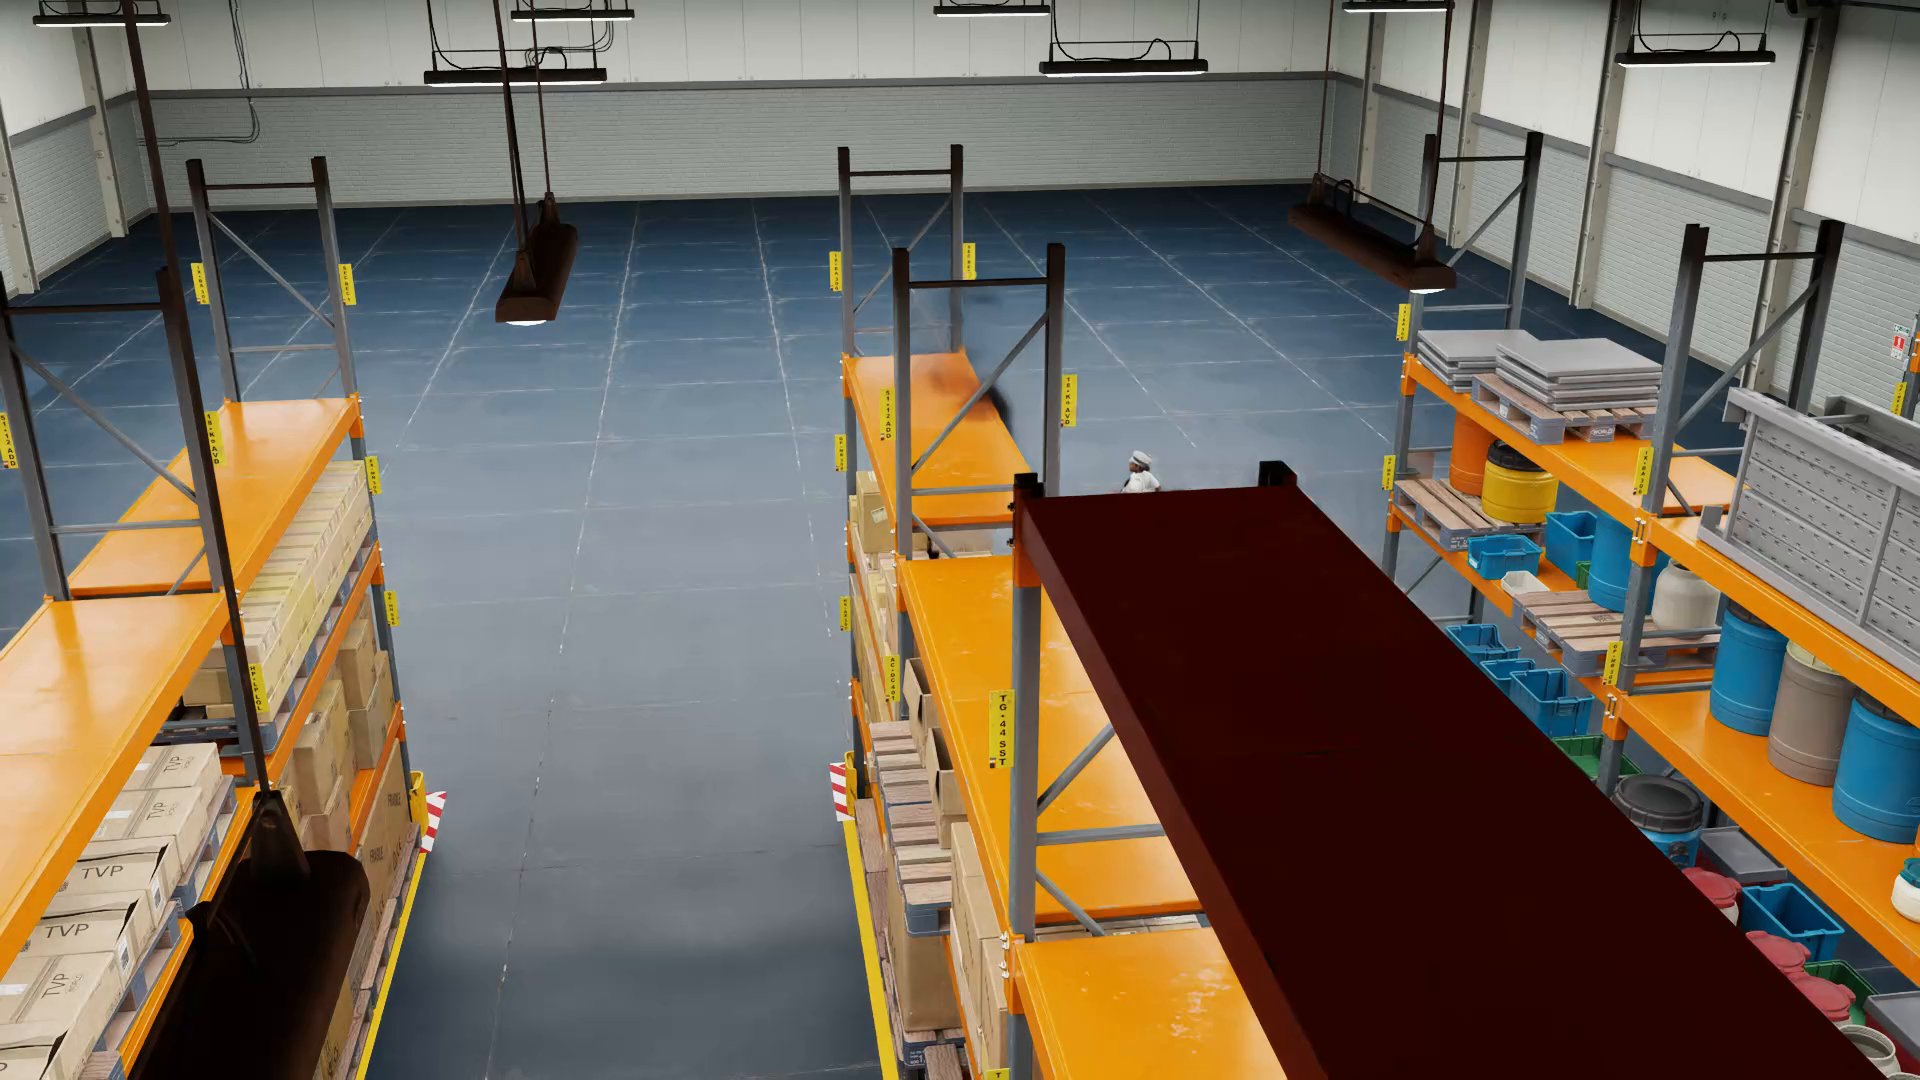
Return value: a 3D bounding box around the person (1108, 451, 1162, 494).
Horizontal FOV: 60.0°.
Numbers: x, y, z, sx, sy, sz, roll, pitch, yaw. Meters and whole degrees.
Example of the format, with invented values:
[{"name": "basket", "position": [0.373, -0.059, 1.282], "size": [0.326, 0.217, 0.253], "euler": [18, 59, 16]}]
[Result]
[{"name": "person", "position": [2.113, -0.259, 19.949], "size": [0.916, 1.689, 0.572], "euler": [7, 23, 16]}]
